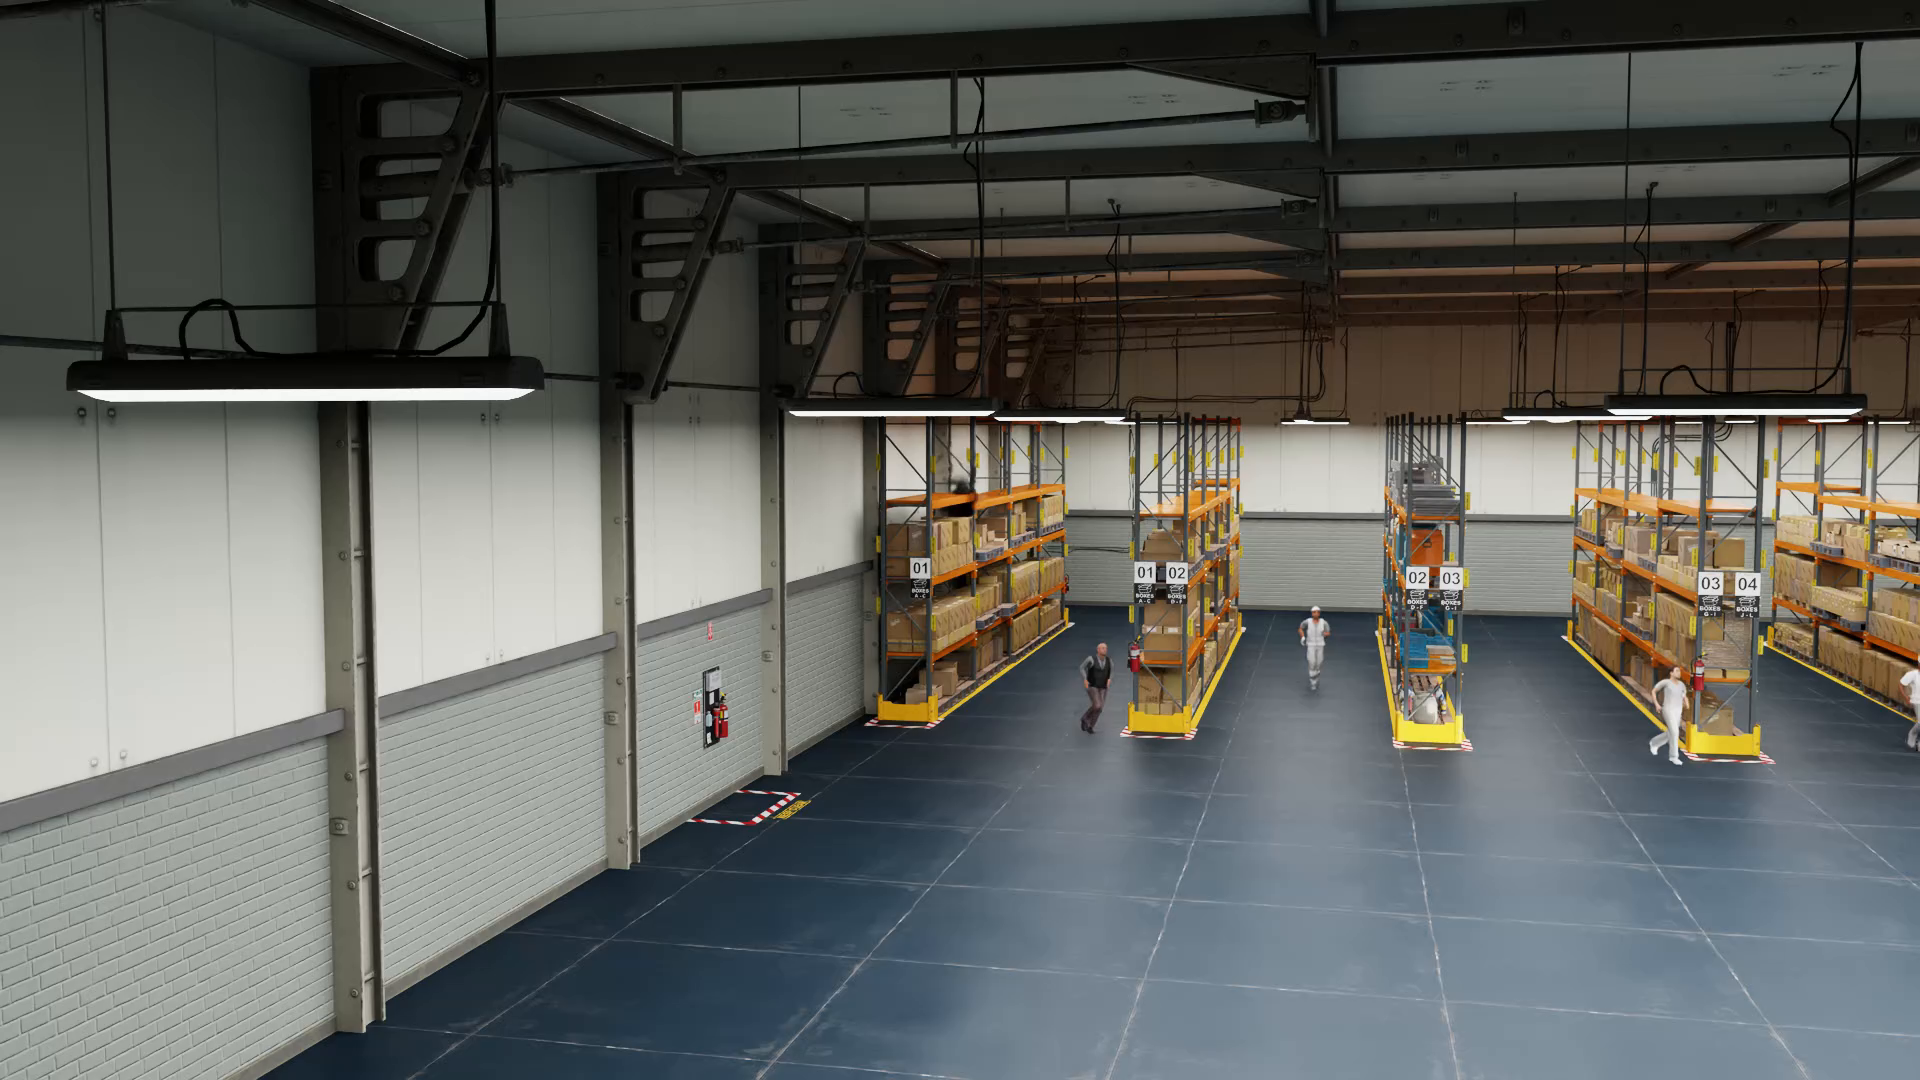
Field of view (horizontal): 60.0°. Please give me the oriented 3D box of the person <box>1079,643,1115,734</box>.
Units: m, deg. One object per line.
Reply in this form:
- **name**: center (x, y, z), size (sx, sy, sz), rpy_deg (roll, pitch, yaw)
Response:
- **person**: center (2.613, 2.787, 31.148), size (0.661, 1.695, 0.558), rpy_deg (-2, 4, -24)

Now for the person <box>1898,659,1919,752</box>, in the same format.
- **person**: center (16.989, 2.898, 29.245), size (0.747, 1.710, 0.571), rpy_deg (1, 4, 9)

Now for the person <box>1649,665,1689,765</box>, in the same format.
- **person**: center (12.231, 2.971, 28.547), size (0.604, 1.660, 0.826), rpy_deg (-1, 4, -17)

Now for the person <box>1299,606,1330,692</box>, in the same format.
- **person**: center (7.784, 2.356, 36.424), size (0.640, 1.824, 0.814), rpy_deg (0, 4, 3)
